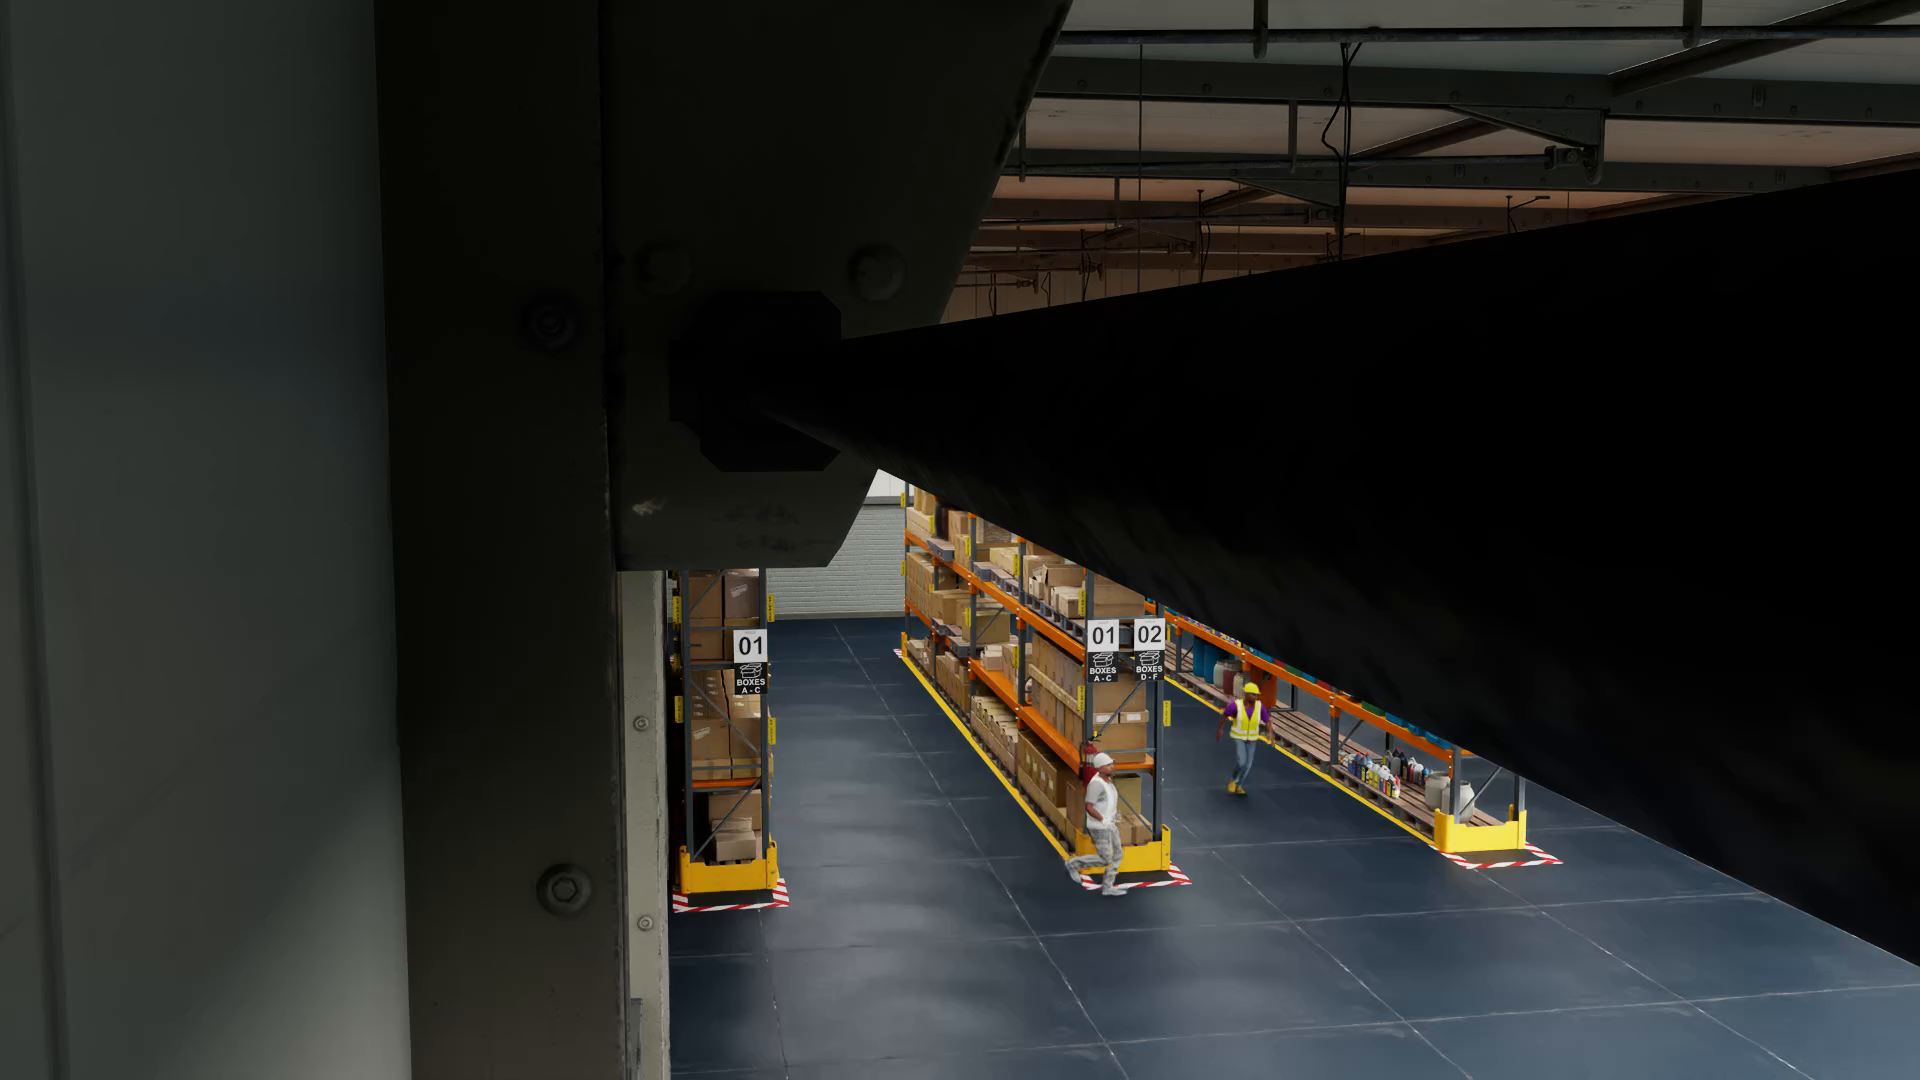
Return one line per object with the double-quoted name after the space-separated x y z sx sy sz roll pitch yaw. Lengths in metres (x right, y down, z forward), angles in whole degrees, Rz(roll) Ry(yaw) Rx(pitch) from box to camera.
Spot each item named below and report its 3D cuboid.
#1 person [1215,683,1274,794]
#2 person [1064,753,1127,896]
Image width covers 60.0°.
4.220 2.930 24.451 0.696 1.703 0.802 -1 6 -13 "person"
1.645 3.409 19.955 0.753 1.742 0.691 2 6 19 "person"
